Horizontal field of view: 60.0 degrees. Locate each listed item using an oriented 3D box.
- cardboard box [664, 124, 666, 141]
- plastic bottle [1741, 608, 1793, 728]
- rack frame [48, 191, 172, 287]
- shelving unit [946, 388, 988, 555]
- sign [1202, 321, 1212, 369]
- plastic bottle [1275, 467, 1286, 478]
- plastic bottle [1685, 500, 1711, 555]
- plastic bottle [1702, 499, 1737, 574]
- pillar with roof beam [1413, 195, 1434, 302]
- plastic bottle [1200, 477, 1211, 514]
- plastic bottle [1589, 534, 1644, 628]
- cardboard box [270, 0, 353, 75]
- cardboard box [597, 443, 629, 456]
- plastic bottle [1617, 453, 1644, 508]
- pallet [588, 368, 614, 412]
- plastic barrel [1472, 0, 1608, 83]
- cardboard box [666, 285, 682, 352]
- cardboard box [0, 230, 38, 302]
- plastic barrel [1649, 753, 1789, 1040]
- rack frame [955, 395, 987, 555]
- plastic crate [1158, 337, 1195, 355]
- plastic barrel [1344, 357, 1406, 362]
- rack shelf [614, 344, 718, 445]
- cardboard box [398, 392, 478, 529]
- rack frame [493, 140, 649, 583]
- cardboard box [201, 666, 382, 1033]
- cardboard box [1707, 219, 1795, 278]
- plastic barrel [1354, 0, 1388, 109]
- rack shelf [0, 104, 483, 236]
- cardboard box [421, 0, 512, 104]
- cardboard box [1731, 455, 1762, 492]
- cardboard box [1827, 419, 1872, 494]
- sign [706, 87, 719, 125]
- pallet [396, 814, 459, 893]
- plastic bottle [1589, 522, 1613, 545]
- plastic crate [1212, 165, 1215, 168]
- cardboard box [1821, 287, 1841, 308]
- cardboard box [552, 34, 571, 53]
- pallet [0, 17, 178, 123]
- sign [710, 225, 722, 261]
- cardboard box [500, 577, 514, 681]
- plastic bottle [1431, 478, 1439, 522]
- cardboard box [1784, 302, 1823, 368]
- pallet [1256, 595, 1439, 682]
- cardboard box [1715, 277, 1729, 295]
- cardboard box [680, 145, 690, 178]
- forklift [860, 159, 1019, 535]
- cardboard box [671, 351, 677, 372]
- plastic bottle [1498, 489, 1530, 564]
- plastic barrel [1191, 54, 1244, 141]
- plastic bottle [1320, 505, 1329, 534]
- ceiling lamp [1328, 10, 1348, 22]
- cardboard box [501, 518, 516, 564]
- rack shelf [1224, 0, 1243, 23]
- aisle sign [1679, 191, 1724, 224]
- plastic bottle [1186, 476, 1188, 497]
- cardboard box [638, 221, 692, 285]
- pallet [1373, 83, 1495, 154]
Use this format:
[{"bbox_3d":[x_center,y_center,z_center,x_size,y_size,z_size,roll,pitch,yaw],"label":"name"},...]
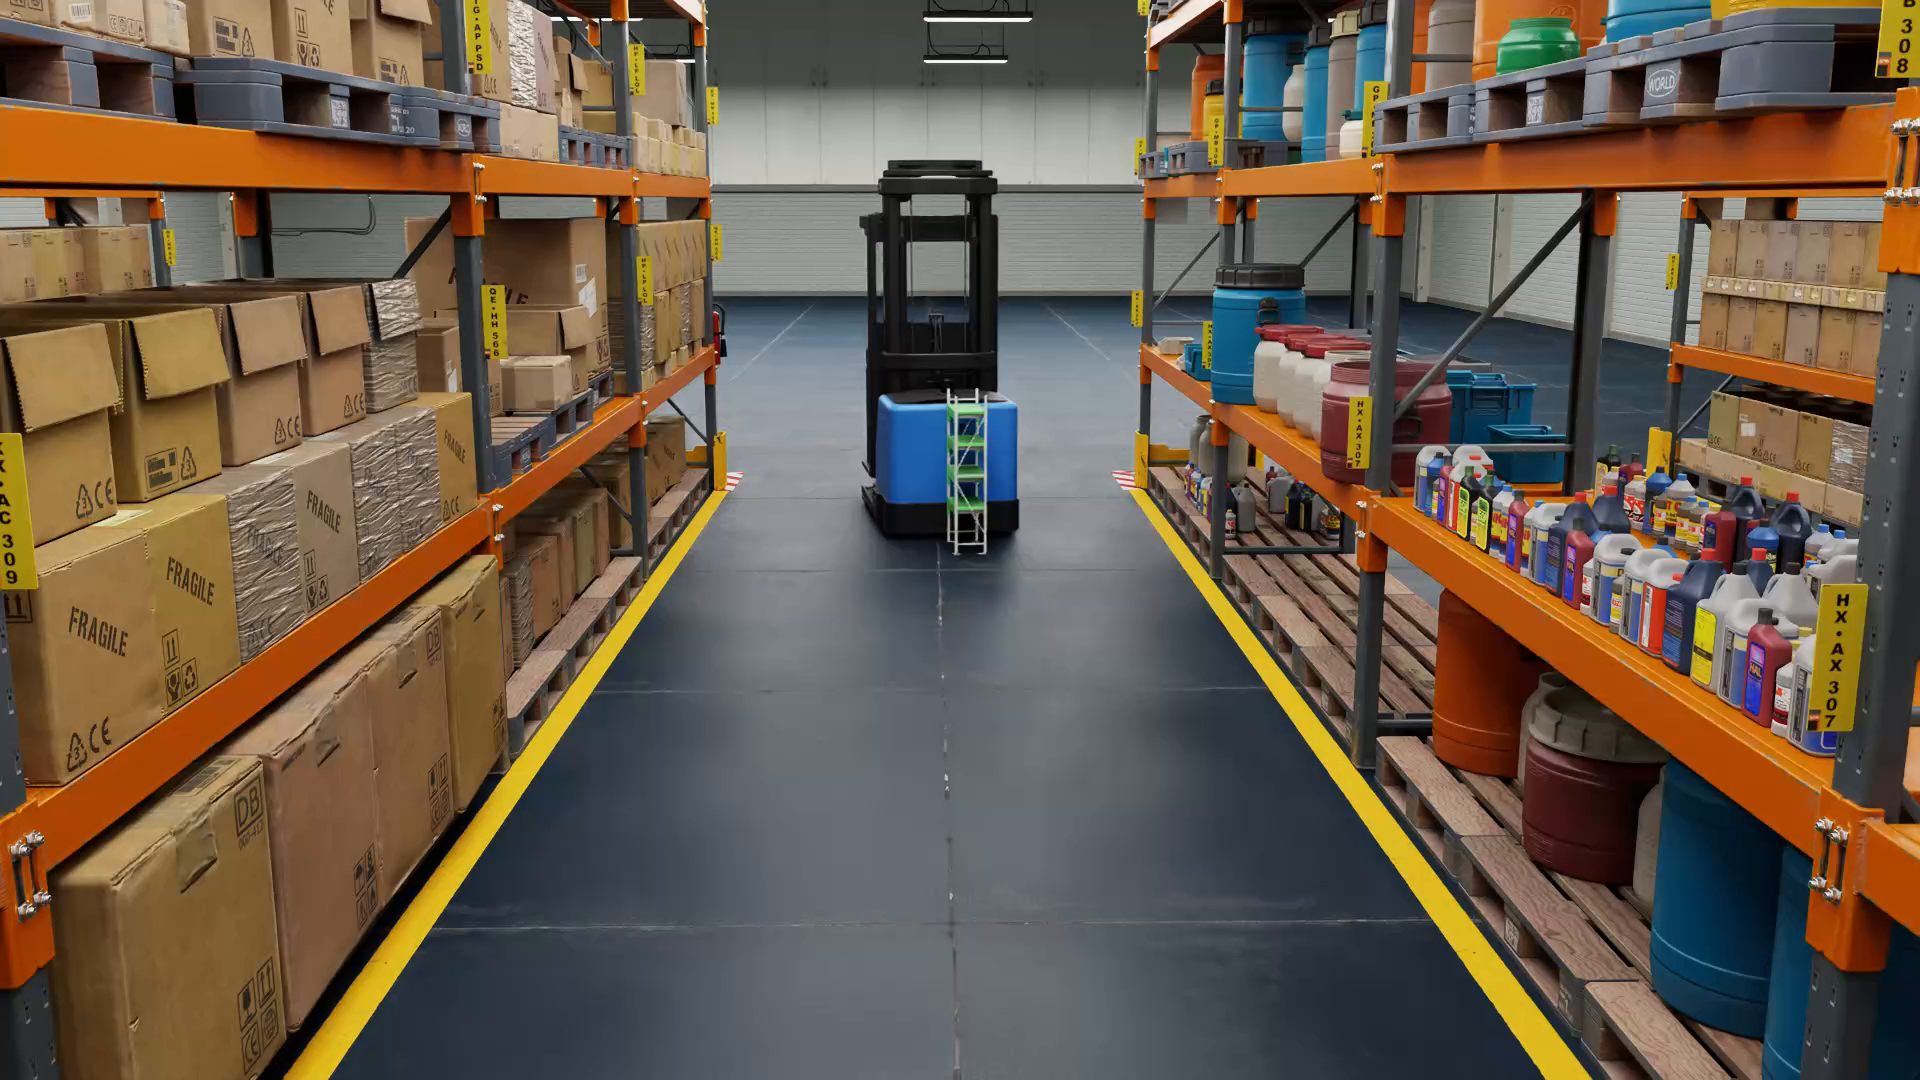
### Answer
[{"bbox_3d":[-2.488,-3.150,12.872,0.380,0.149,0.250,0,11,0],"label":"cardboard box"},{"bbox_3d":[2.050,0.322,4.221,0.061,0.283,0.133,0,11,-1],"label":"plastic bottle"},{"bbox_3d":[-7.729,-1.977,15.260,1.000,3.000,0.127,0,11,-1],"label":"rack frame"},{"bbox_3d":[0.051,-0.525,12.628,0.258,1.200,0.503,-1,12,-7],"label":"shelving unit"},{"bbox_3d":[1.716,-1.338,11.414,0.100,0.325,0.005,0,11,-1],"label":"sign"},{"bbox_3d":[2.638,-0.465,13.550,0.152,0.276,0.135,0,11,-1],"label":"plastic bottle"},{"bbox_3d":[2.785,-0.046,6.243,0.097,0.201,0.097,0,11,0],"label":"plastic bottle"},{"bbox_3d":[2.667,-0.007,5.843,0.061,0.283,0.133,0,11,-1],"label":"plastic bottle"},{"bbox_3d":[8.044,-10.789,43.605,9.100,9.000,0.548,0,11,-1],"label":"pillar with roof beam"},{"bbox_3d":[1.955,-0.345,12.958,0.152,0.276,0.135,0,11,0],"label":"plastic bottle"},{"bbox_3d":[2.075,0.126,5.207,0.152,0.276,0.135,0,11,-1],"label":"plastic bottle"},{"bbox_3d":[-2.413,-1.820,5.632,0.500,0.500,0.500,0,11,2],"label":"cardboard box"},{"bbox_3d":[-2.765,-0.480,13.109,0.500,0.500,0.500,-1,12,-6],"label":"cardboard box"},{"bbox_3d":[2.788,-0.226,6.921,0.061,0.283,0.133,0,11,-1],"label":"plastic bottle"},{"bbox_3d":[-2.815,-0.936,10.609,1.003,0.211,1.213,0,11,-1],"label":"pallet"},{"bbox_3d":[2.358,-2.181,6.584,0.600,0.830,0.708,0,11,-1],"label":"plastic barrel"},{"bbox_3d":[-2.688,-1.765,13.214,0.875,0.500,0.500,0,11,-1],"label":"cardboard box"},{"bbox_3d":[-7.621,-2.075,12.649,0.875,0.550,0.550,0,11,-1],"label":"cardboard box"},{"bbox_3d":[2.423,0.961,4.998,0.600,0.901,0.708,0,11,-1],"label":"plastic barrel"},{"bbox_3d":[0.080,-0.477,12.391,0.240,1.200,0.015,-1,12,-7],"label":"rack frame"},{"bbox_3d":[1.880,-1.689,14.504,0.298,0.136,0.250,0,11,-1],"label":"plastic crate"},{"bbox_3d":[2.114,-0.666,8.515,0.421,0.512,0.421,0,11,0],"label":"plastic barrel"},{"bbox_3d":[-2.727,-1.227,13.373,1.077,0.370,4.000,0,11,-1],"label":"rack shelf"},{"bbox_3d":[-2.345,-0.339,6.934,0.500,0.500,0.500,0,11,1],"label":"cardboard box"},{"bbox_3d":[-2.686,-1.182,11.342,1.000,3.000,0.127,0,11,-1],"label":"rack frame"},{"bbox_3d":[-2.573,0.939,5.175,1.225,0.875,0.875,-1,11,-3],"label":"cardboard box"},{"bbox_3d":[7.134,-2.599,14.810,0.700,0.500,0.500,0,11,-1],"label":"cardboard box"},{"bbox_3d":[2.521,-2.558,9.319,0.600,0.901,0.708,0,11,-1],"label":"plastic barrel"},{"bbox_3d":[-2.562,-1.107,5.236,1.077,0.370,4.000,0,11,-1],"label":"rack shelf"},{"bbox_3d":[-2.356,-2.246,7.530,0.500,0.500,0.500,0,11,-1],"label":"cardboard box"},{"bbox_3d":[6.948,-0.569,14.180,0.500,0.250,0.500,0,11,-1],"label":"cardboard box"},{"bbox_3d":[6.992,-0.639,12.636,0.500,0.500,0.500,0,11,-1],"label":"cardboard box"},{"bbox_3d":[-2.213,-3.880,14.867,0.100,0.325,0.005,0,11,-1],"label":"sign"},{"bbox_3d":[-2.662,1.137,6.926,1.003,0.211,1.213,0,11,-1],"label":"pallet"},{"bbox_3d":[2.103,0.078,5.452,0.097,0.271,0.097,0,11,0],"label":"plastic bottle"},{"bbox_3d":[1.829,-2.861,12.735,0.243,0.136,0.396,0,11,-1],"label":"plastic crate"},{"bbox_3d":[6.974,-1.895,12.971,0.380,0.149,0.250,0,11,0],"label":"cardboard box"},{"bbox_3d":[-2.950,-3.180,11.390,0.500,0.500,0.500,-1,11,-3],"label":"cardboard box"},{"bbox_3d":[-2.589,-1.150,4.121,0.805,0.209,1.217,-1,11,-3],"label":"pallet"},{"bbox_3d":[-2.213,-2.698,15.106,0.100,0.325,0.005,0,11,-1],"label":"sign"},{"bbox_3d":[-2.637,0.489,8.283,0.700,0.500,0.500,-1,11,-4],"label":"cardboard box"},{"bbox_3d":[2.012,-0.180,6.903,0.097,0.201,0.097,0,11,0],"label":"plastic bottle"},{"bbox_3d":[7.167,-1.666,13.474,0.700,0.500,0.500,0,11,1],"label":"cardboard box"},{"bbox_3d":[2.349,0.563,9.752,1.003,0.211,1.213,0,11,-1],"label":"pallet"},{"bbox_3d":[6.937,-2.253,14.736,0.380,0.149,0.250,-1,11,-3],"label":"cardboard box"},{"bbox_3d":[-2.489,-3.078,13.519,0.500,0.250,0.500,0,11,0],"label":"cardboard box"},{"bbox_3d":[-0.264,-1.721,14.171,1.130,2.935,3.031,-2,12,-8],"label":"forklift"},{"bbox_3d":[-2.434,-1.401,13.053,0.380,0.149,0.250,0,11,-1],"label":"cardboard box"},{"bbox_3d":[2.029,-0.050,6.085,0.097,0.271,0.097,0,11,0],"label":"plastic bottle"},{"bbox_3d":[2.321,-3.788,14.505,0.600,0.830,0.708,0,11,-1],"label":"plastic barrel"},{"bbox_3d":[2.694,-0.152,12.197,0.097,0.201,0.097,0,11,0],"label":"plastic bottle"},{"bbox_3d":[7.656,-11.068,30.299,2.000,3.185,0.800,0,11,-1],"label":"ceiling lamp"},{"bbox_3d":[-2.668,0.016,8.728,0.500,0.250,0.500,1,12,5],"label":"cardboard box"},{"bbox_3d":[2.307,-3.196,8.997,1.077,0.370,4.000,0,11,-1],"label":"rack shelf"},{"bbox_3d":[6.828,-3.303,15.258,0.394,0.787,0.004,0,11,-1],"label":"aisle sign"},{"bbox_3d":[1.912,-0.460,13.712,0.097,0.201,0.097,0,11,0],"label":"plastic bottle"},{"bbox_3d":[-2.486,-2.355,13.609,0.500,0.500,0.500,0,11,-1],"label":"cardboard box"},{"bbox_3d":[2.267,-1.632,6.492,1.003,0.211,1.213,0,11,-1],"label":"pallet"}]
